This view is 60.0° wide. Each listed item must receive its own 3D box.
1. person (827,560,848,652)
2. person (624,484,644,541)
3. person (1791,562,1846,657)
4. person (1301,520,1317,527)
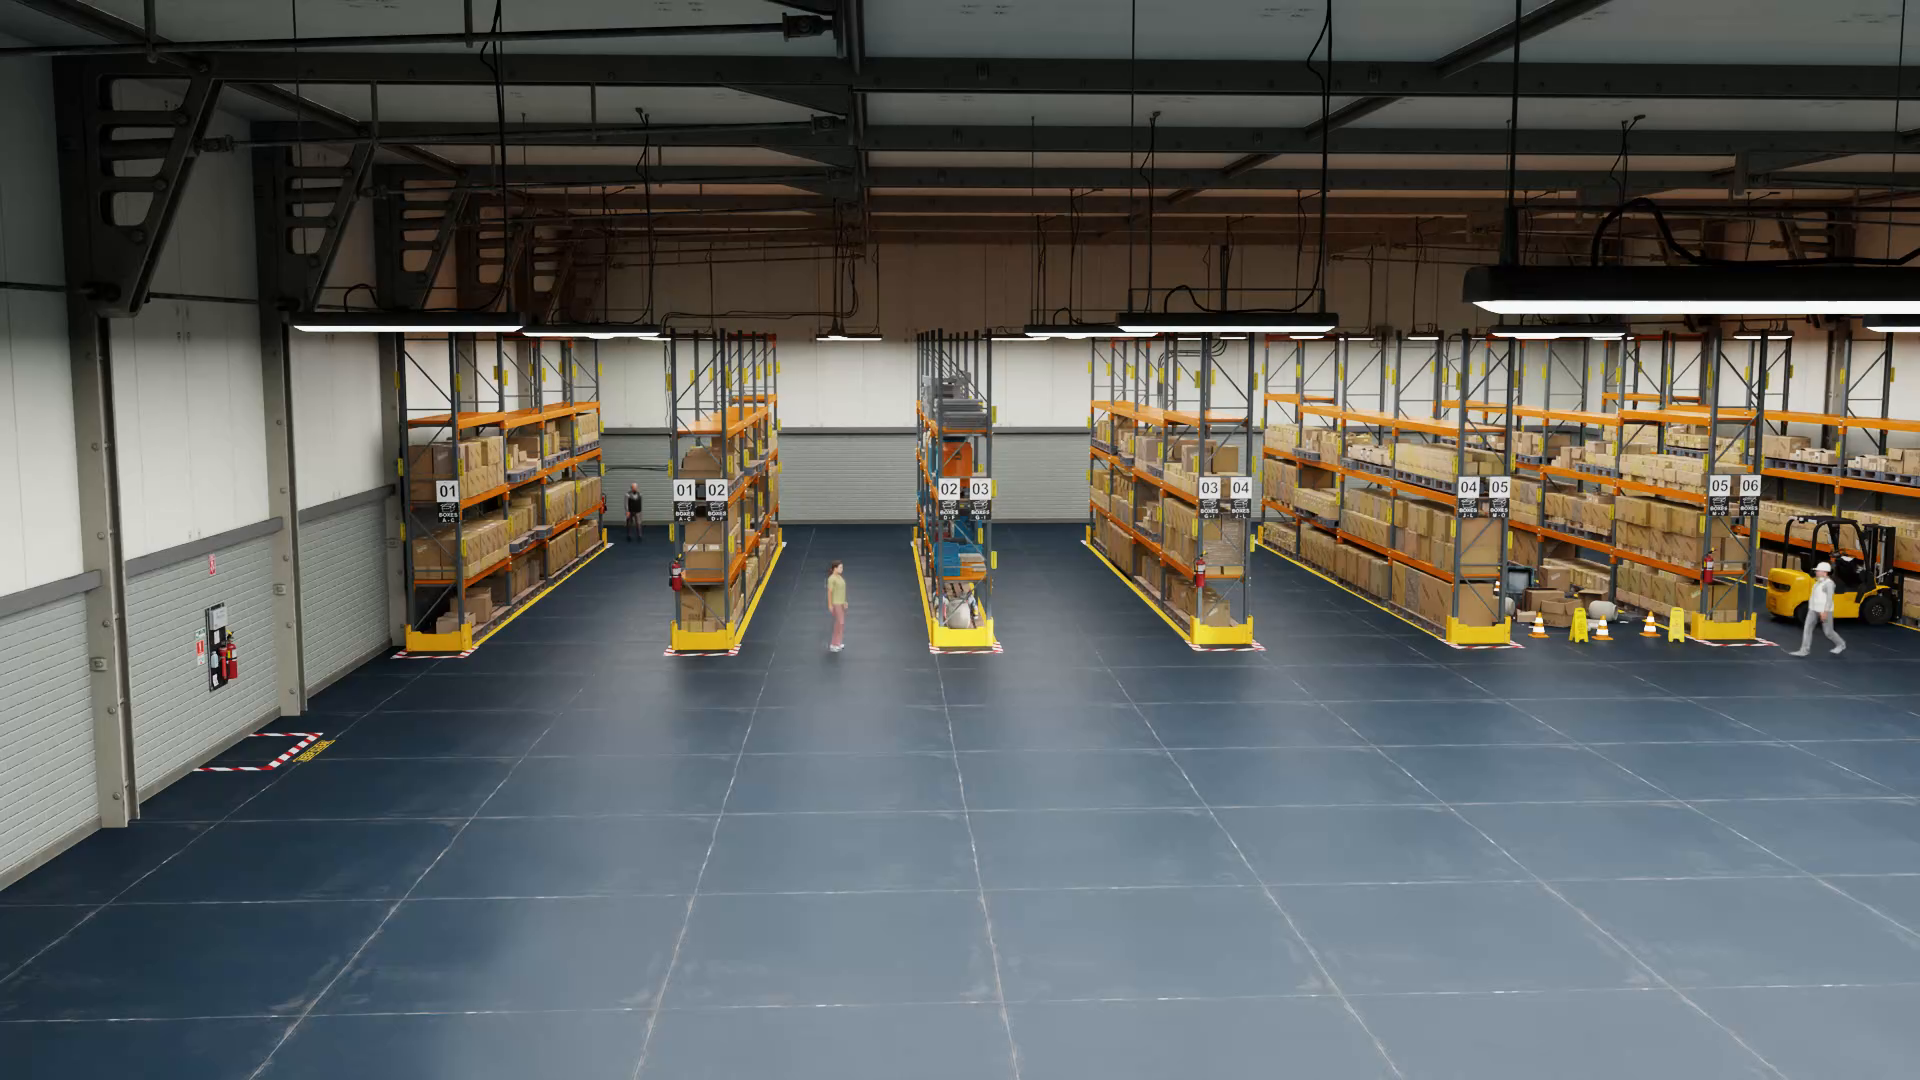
[{"bbox_3d":[-2.303,1.239,31.253,0.402,1.712,0.534,2,7,17],"label":"person"},{"bbox_3d":[-9.453,-0.807,48.183,0.539,1.659,1.053,-3,7,-22],"label":"person"},{"bbox_3d":[15.785,1.282,30.420,0.983,1.750,0.511,-3,7,-22],"label":"person"},{"bbox_3d":[10.581,-1.044,50.402,0.727,1.638,0.492,-5,8,-35],"label":"person"}]
